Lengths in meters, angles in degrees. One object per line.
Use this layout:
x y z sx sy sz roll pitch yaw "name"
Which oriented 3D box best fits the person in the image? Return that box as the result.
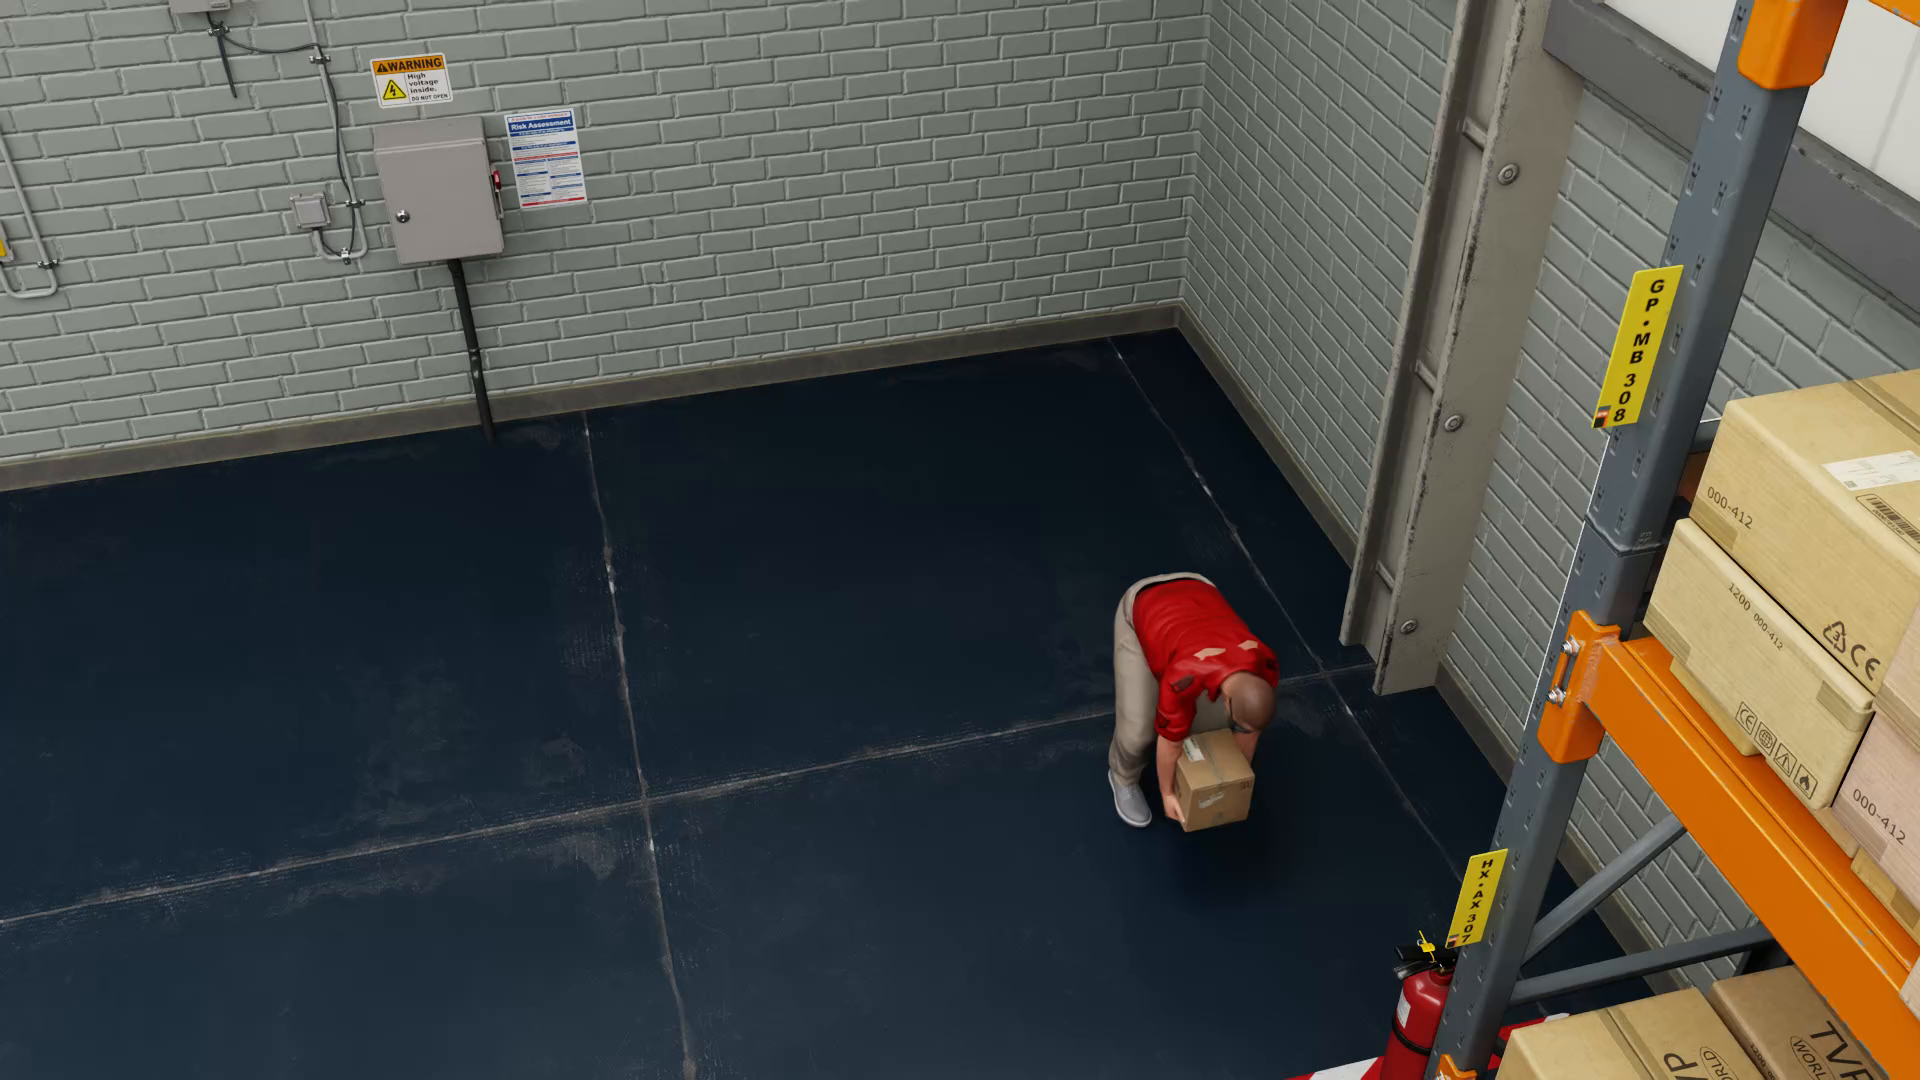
0.885 0.714 6.286 0.490 1.151 0.950 -11 39 -13 "person"
